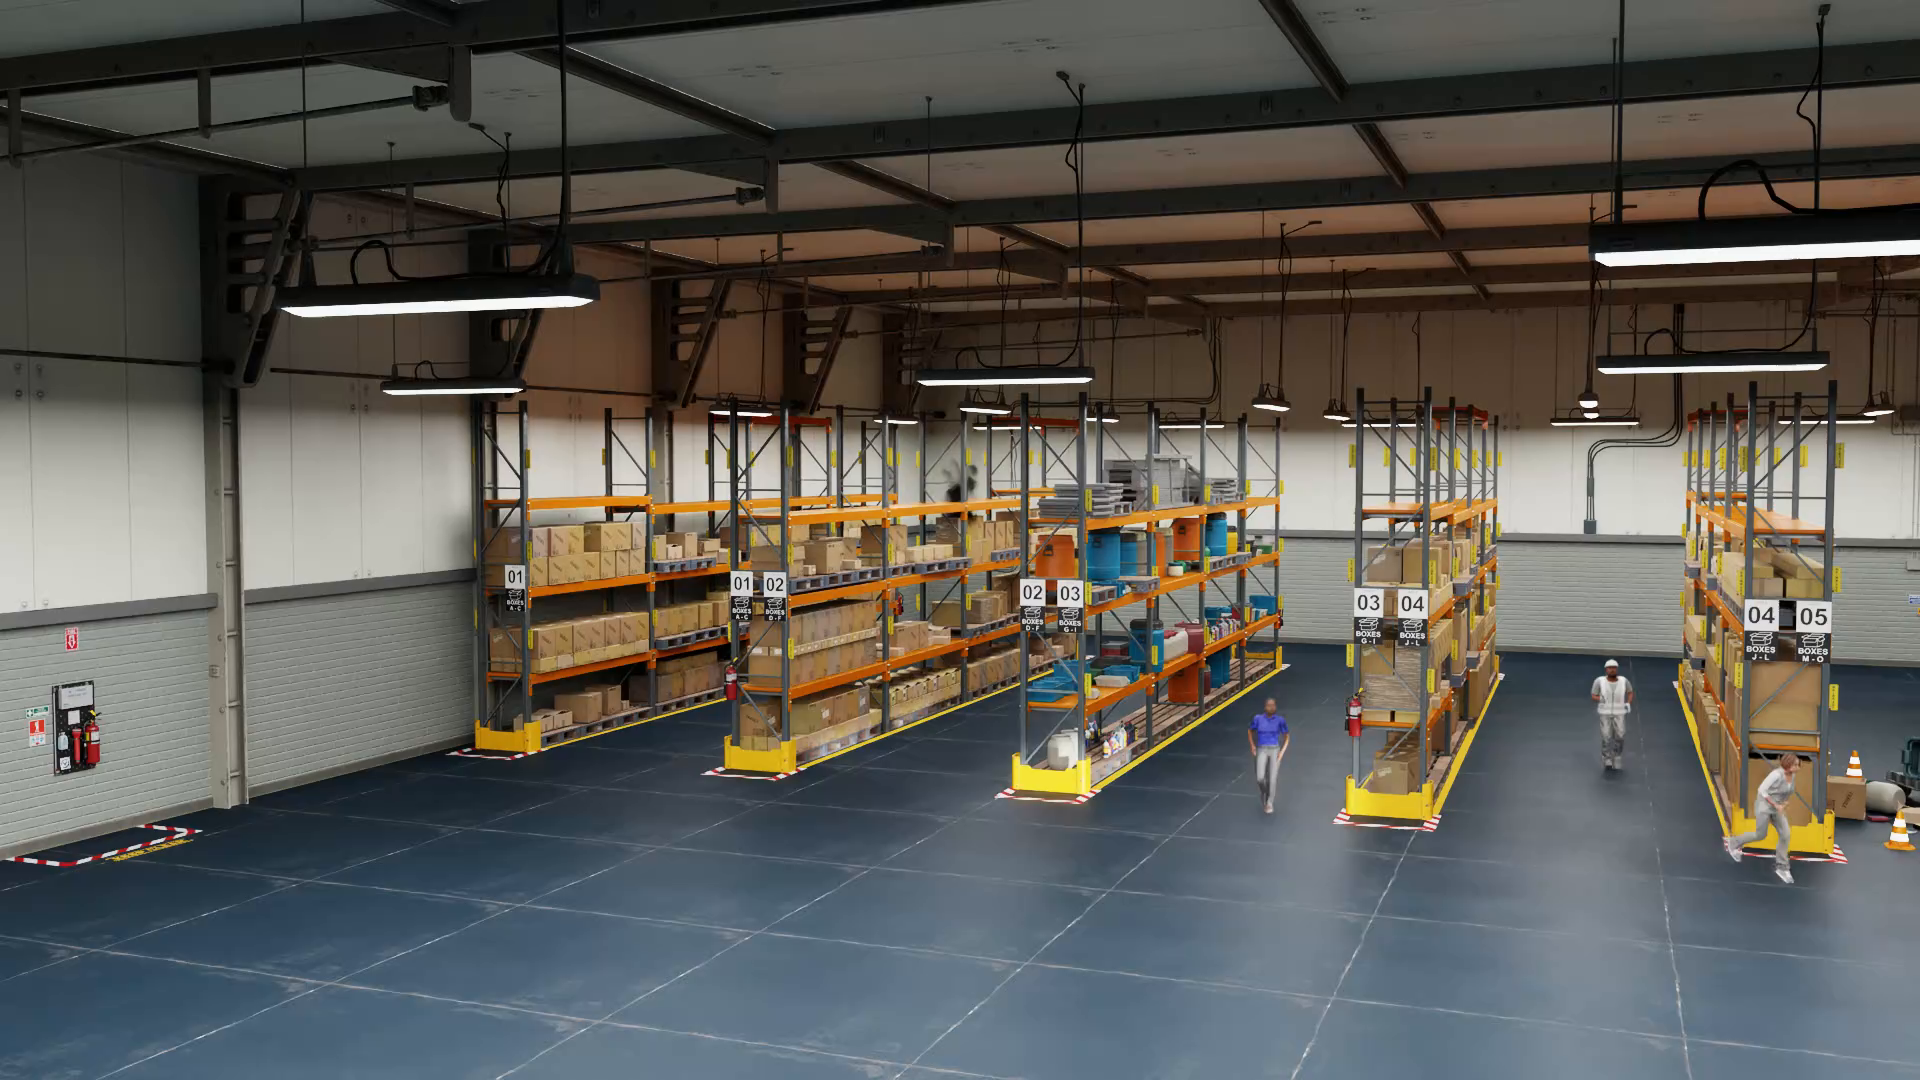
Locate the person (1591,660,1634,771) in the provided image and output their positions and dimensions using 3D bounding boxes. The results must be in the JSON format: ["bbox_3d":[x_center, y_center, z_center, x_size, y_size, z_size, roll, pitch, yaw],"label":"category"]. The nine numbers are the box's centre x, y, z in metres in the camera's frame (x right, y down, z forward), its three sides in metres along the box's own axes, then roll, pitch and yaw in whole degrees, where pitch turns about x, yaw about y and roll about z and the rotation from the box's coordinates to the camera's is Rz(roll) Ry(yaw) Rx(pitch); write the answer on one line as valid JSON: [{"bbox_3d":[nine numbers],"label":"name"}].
[{"bbox_3d":[10.484,2.818,26.708,0.660,1.776,0.641,1,3,17],"label":"person"}]

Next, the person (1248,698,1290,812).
[{"bbox_3d":[4.370,3.054,23.607,0.603,1.621,0.485,1,3,16],"label":"person"}]

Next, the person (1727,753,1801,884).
[{"bbox_3d":[9.669,3.282,20.012,0.568,1.548,0.913,-2,3,-32],"label":"person"}]
